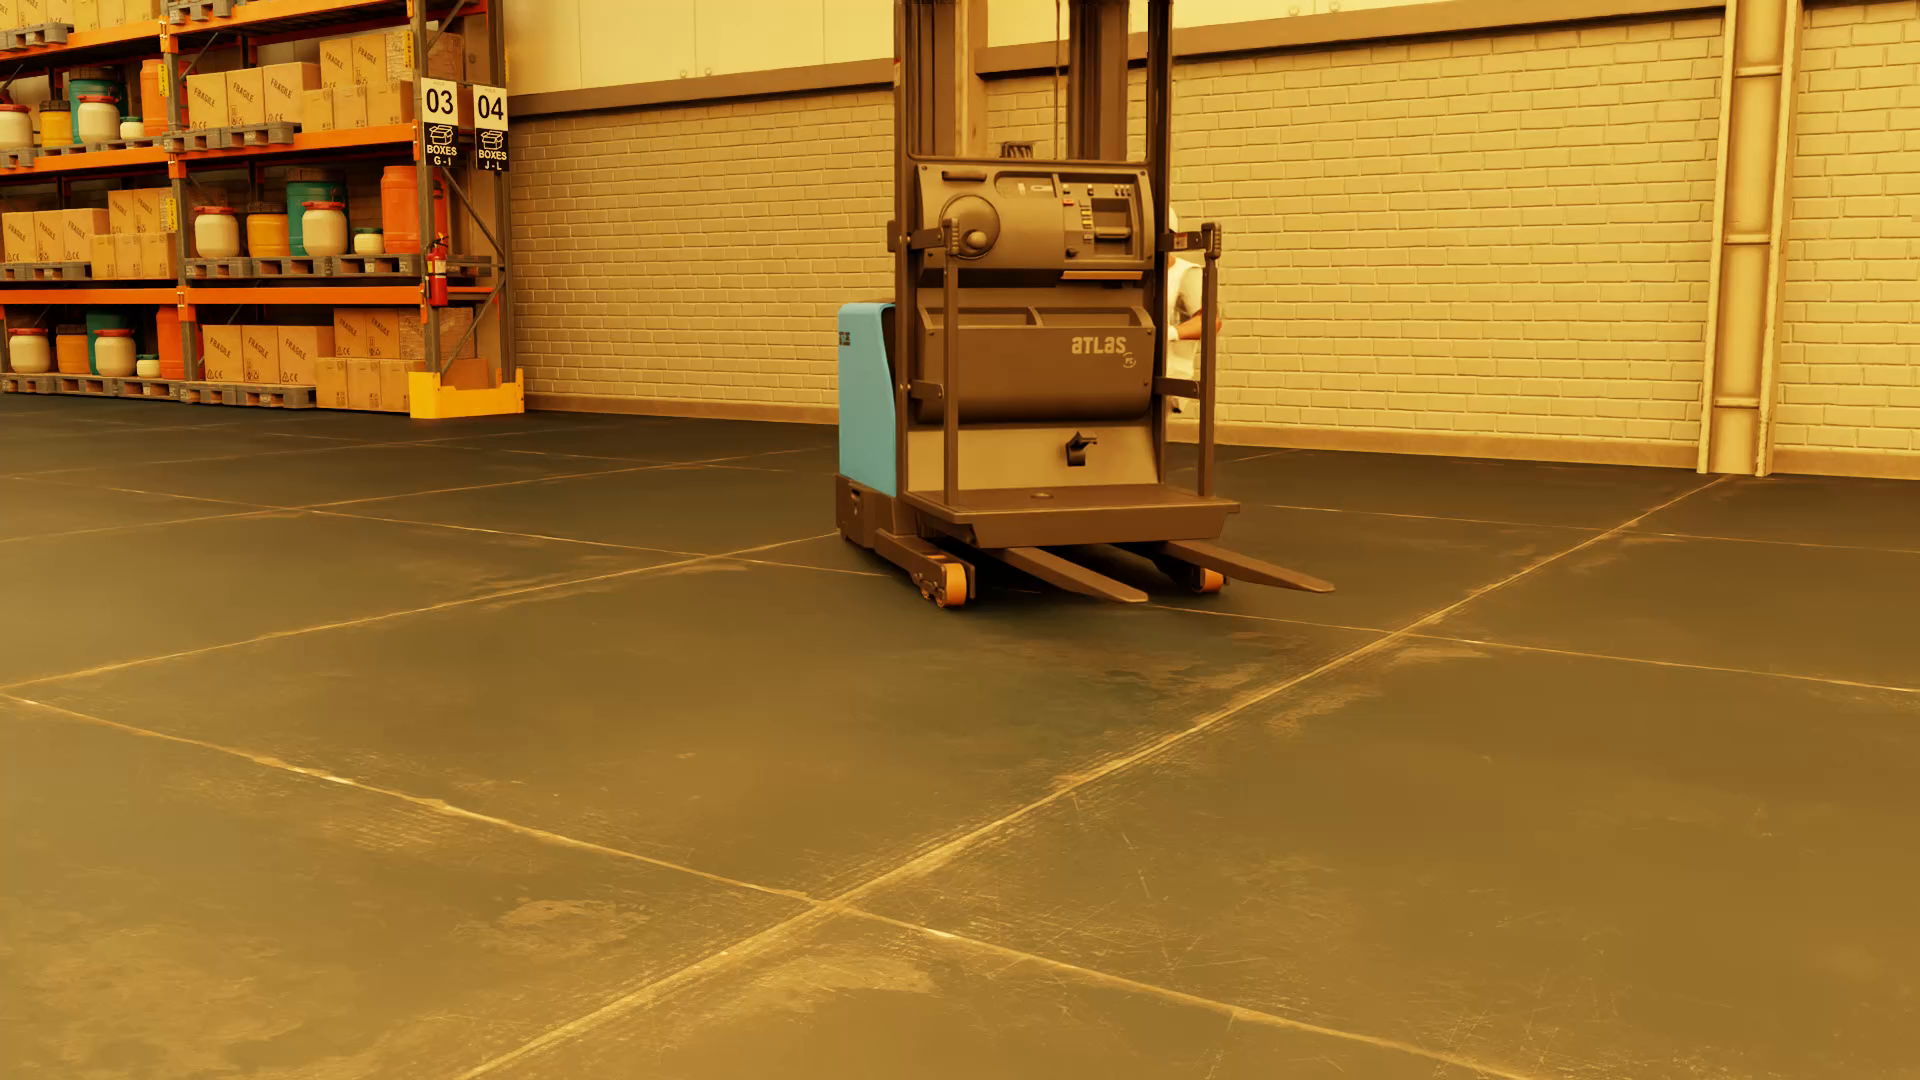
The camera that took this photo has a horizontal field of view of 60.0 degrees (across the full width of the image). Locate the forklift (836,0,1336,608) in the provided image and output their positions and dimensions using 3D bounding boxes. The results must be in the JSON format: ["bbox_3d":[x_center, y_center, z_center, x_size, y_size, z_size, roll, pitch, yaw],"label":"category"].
[{"bbox_3d":[0.361,-1.271,6.132,1.130,2.935,3.031,-2,8,-17],"label":"forklift"}]

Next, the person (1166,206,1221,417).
[{"bbox_3d":[0.680,-0.731,7.352,0.923,1.540,0.882,6,10,37],"label":"person"}]
